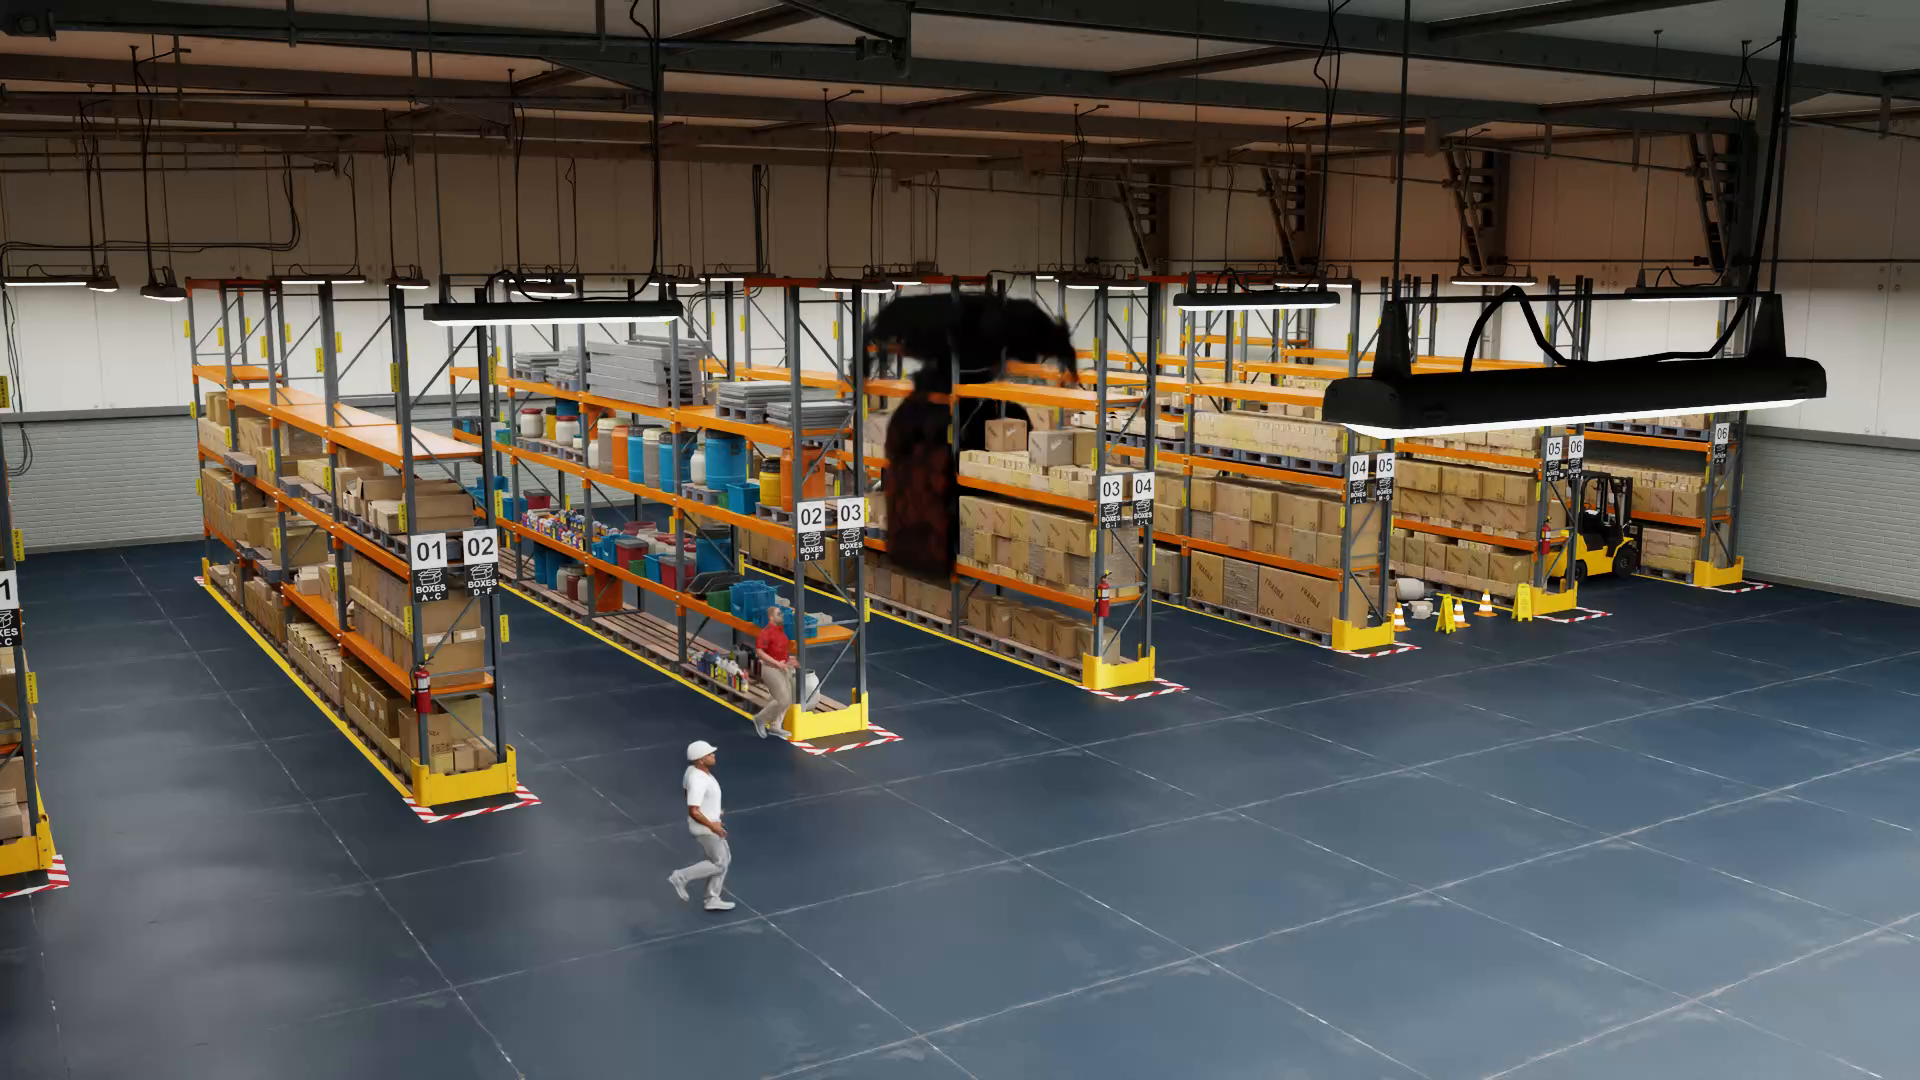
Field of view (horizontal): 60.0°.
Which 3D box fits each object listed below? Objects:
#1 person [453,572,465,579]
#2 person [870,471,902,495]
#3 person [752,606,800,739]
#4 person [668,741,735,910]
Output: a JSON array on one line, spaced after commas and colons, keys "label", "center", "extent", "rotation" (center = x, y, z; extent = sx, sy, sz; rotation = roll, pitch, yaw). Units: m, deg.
[{"label": "person", "center": [-9.108, 0.206, 30.196], "extent": [0.677, 1.794, 0.744], "rotation": [-7, 12, -37]}, {"label": "person", "center": [-1.586, -0.699, 37.084], "extent": [0.668, 1.701, 0.722], "rotation": [-8, 12, -38]}, {"label": "person", "center": [-2.364, 1.687, 21.216], "extent": [0.545, 1.715, 0.648], "rotation": [2, 10, 13]}, {"label": "person", "center": [-2.529, 2.800, 16.257], "extent": [0.623, 1.726, 0.707], "rotation": [-2, 10, -12]}]
